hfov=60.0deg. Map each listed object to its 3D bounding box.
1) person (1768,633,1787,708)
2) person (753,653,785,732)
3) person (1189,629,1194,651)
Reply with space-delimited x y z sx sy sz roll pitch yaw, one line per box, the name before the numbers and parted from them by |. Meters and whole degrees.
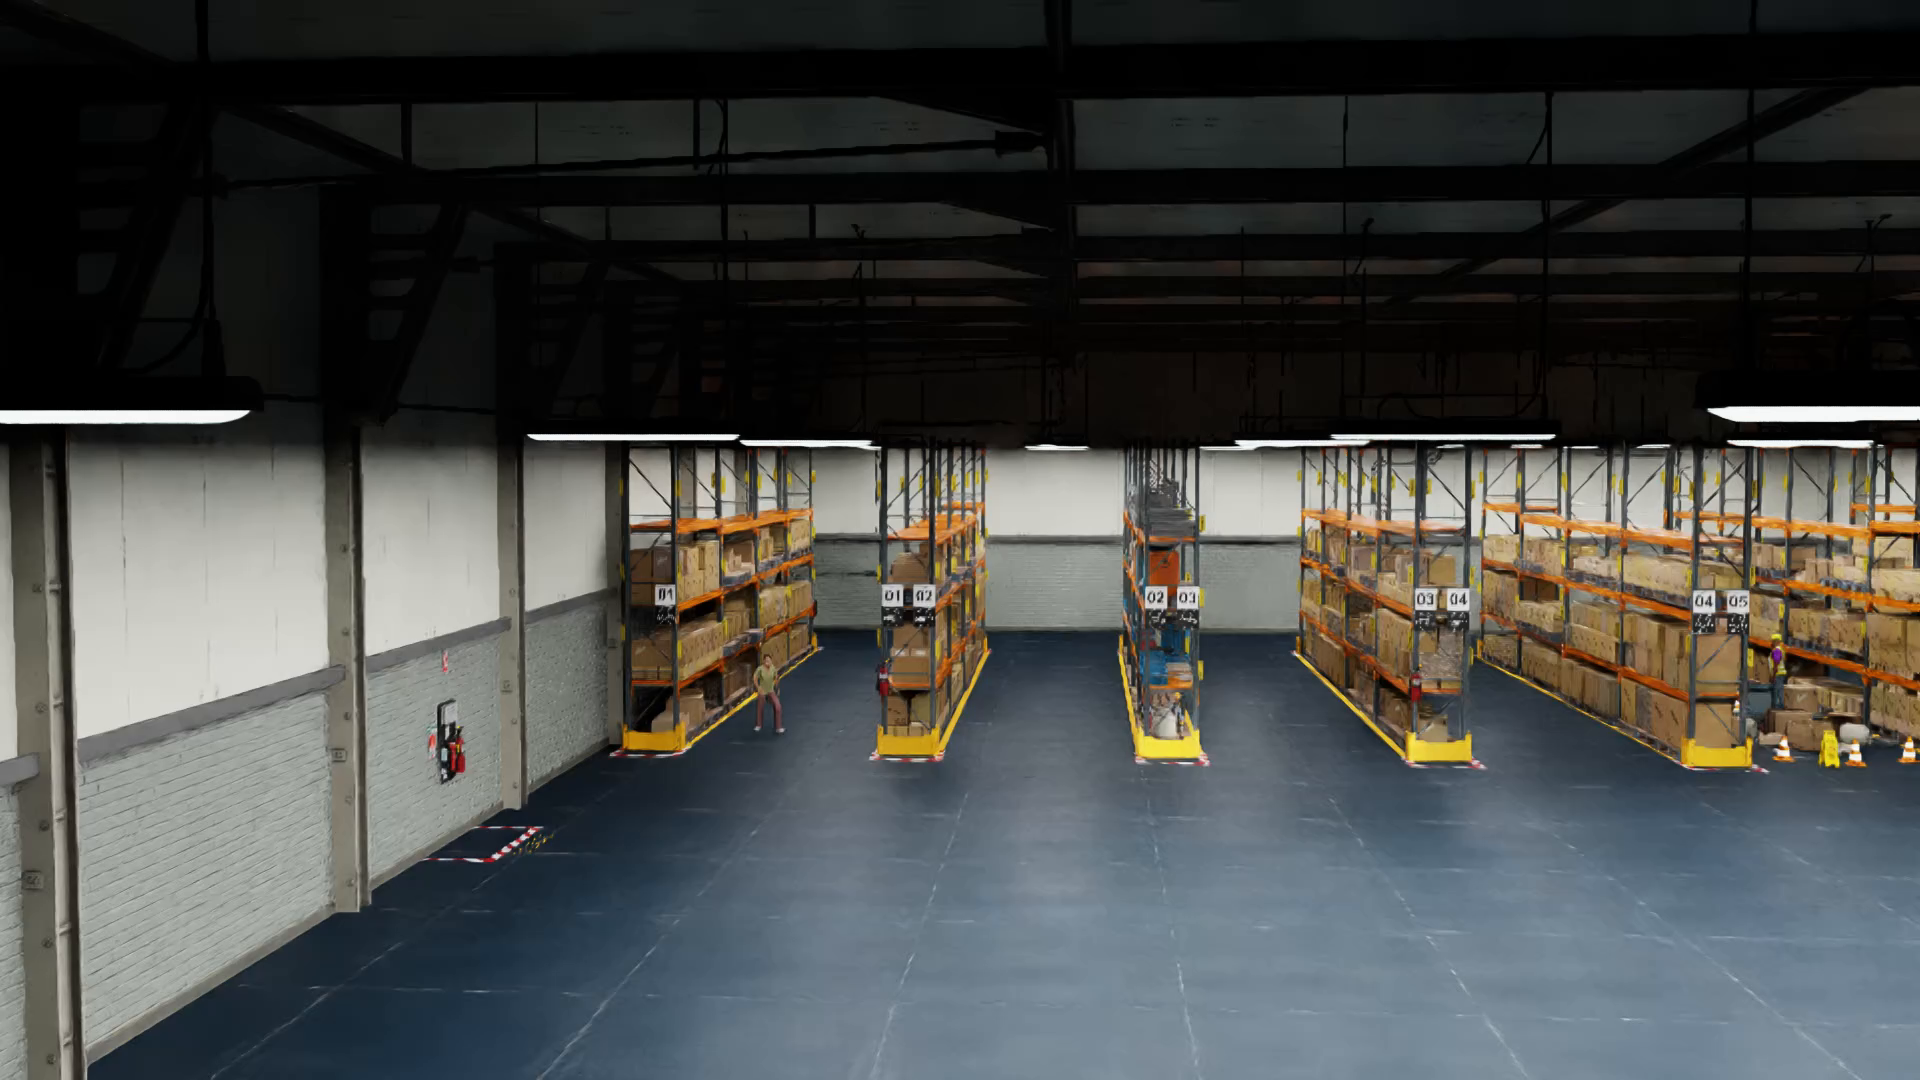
person | 17.640 2.898 36.006 0.580 1.763 0.673 2 3 29
person | -3.920 3.101 33.815 0.604 1.612 0.774 -1 3 -17
person | 6.515 2.356 47.719 0.477 1.597 1.063 0 3 -2
